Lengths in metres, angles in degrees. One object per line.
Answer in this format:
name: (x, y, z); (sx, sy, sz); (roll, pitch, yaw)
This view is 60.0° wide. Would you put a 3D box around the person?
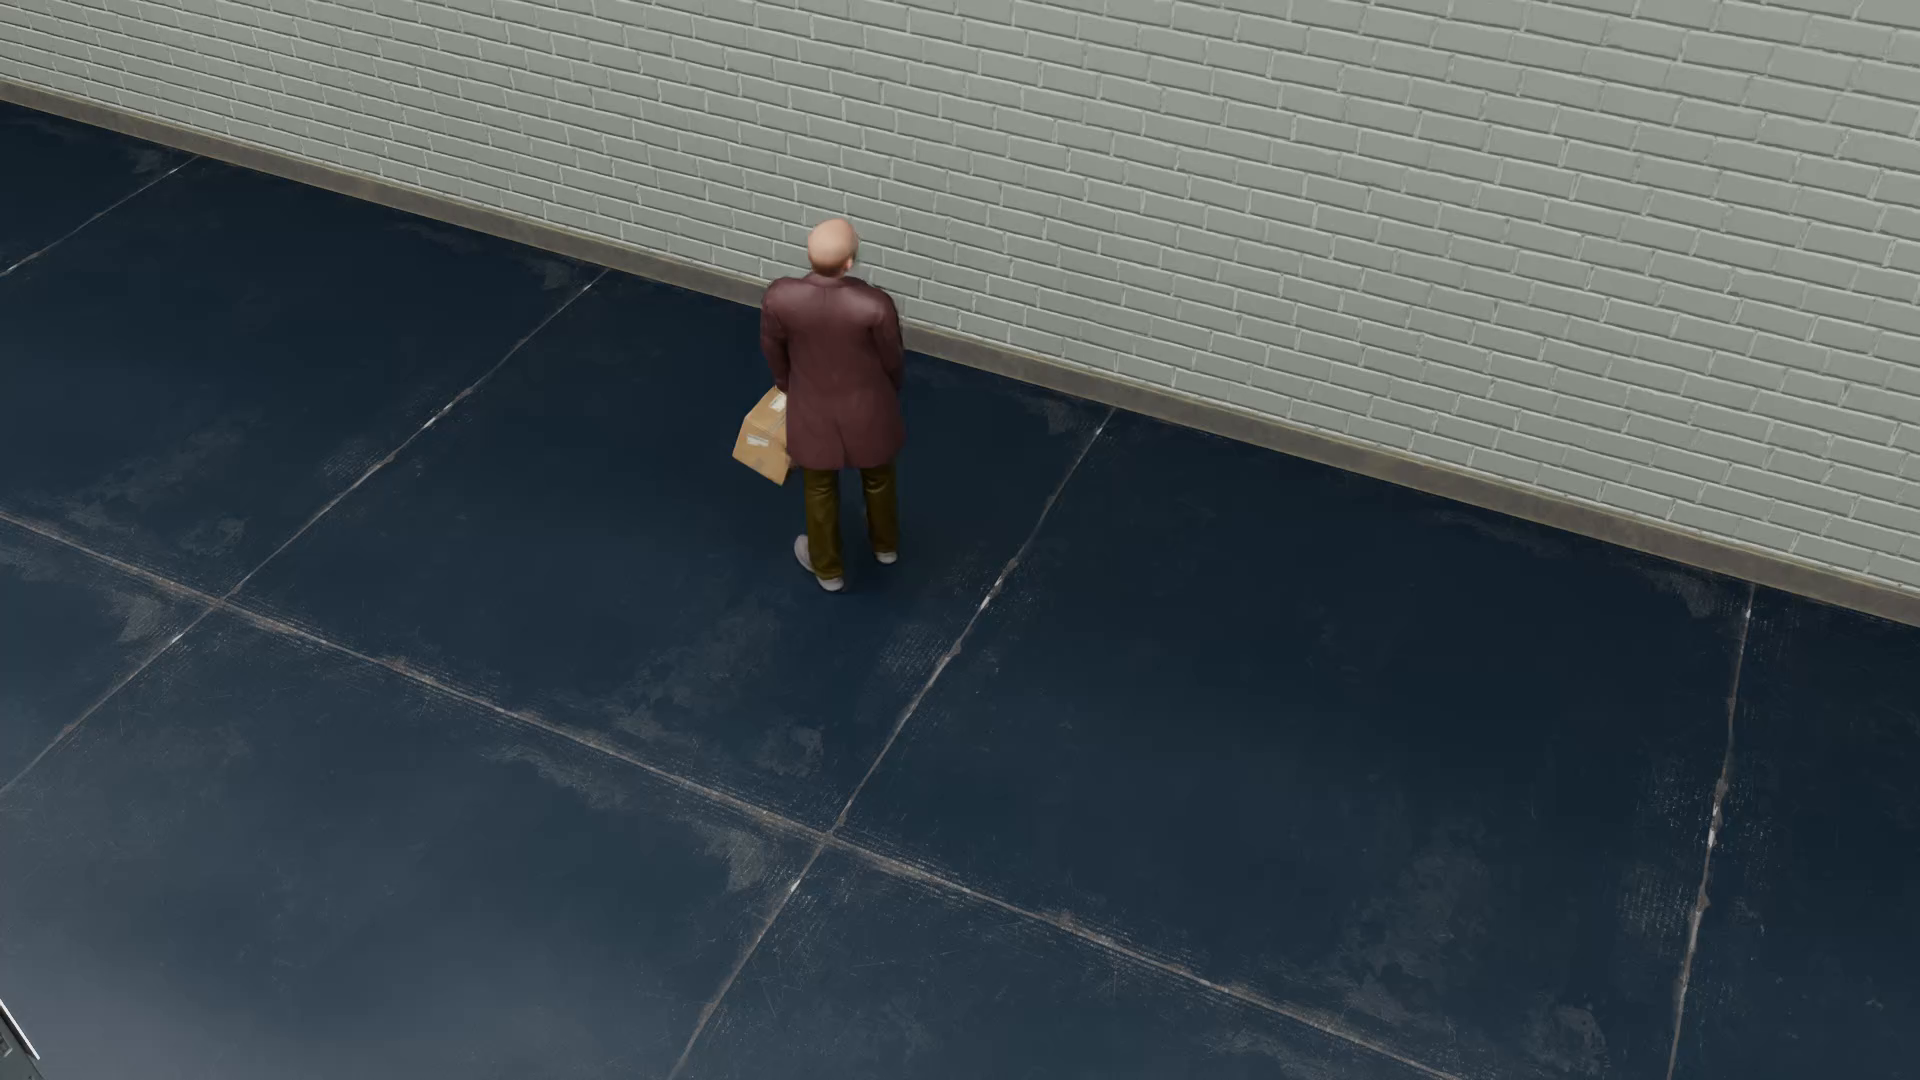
person: (-0.495, -0.605, 6.826); (0.578, 1.784, 0.570); (3, 41, 3)
